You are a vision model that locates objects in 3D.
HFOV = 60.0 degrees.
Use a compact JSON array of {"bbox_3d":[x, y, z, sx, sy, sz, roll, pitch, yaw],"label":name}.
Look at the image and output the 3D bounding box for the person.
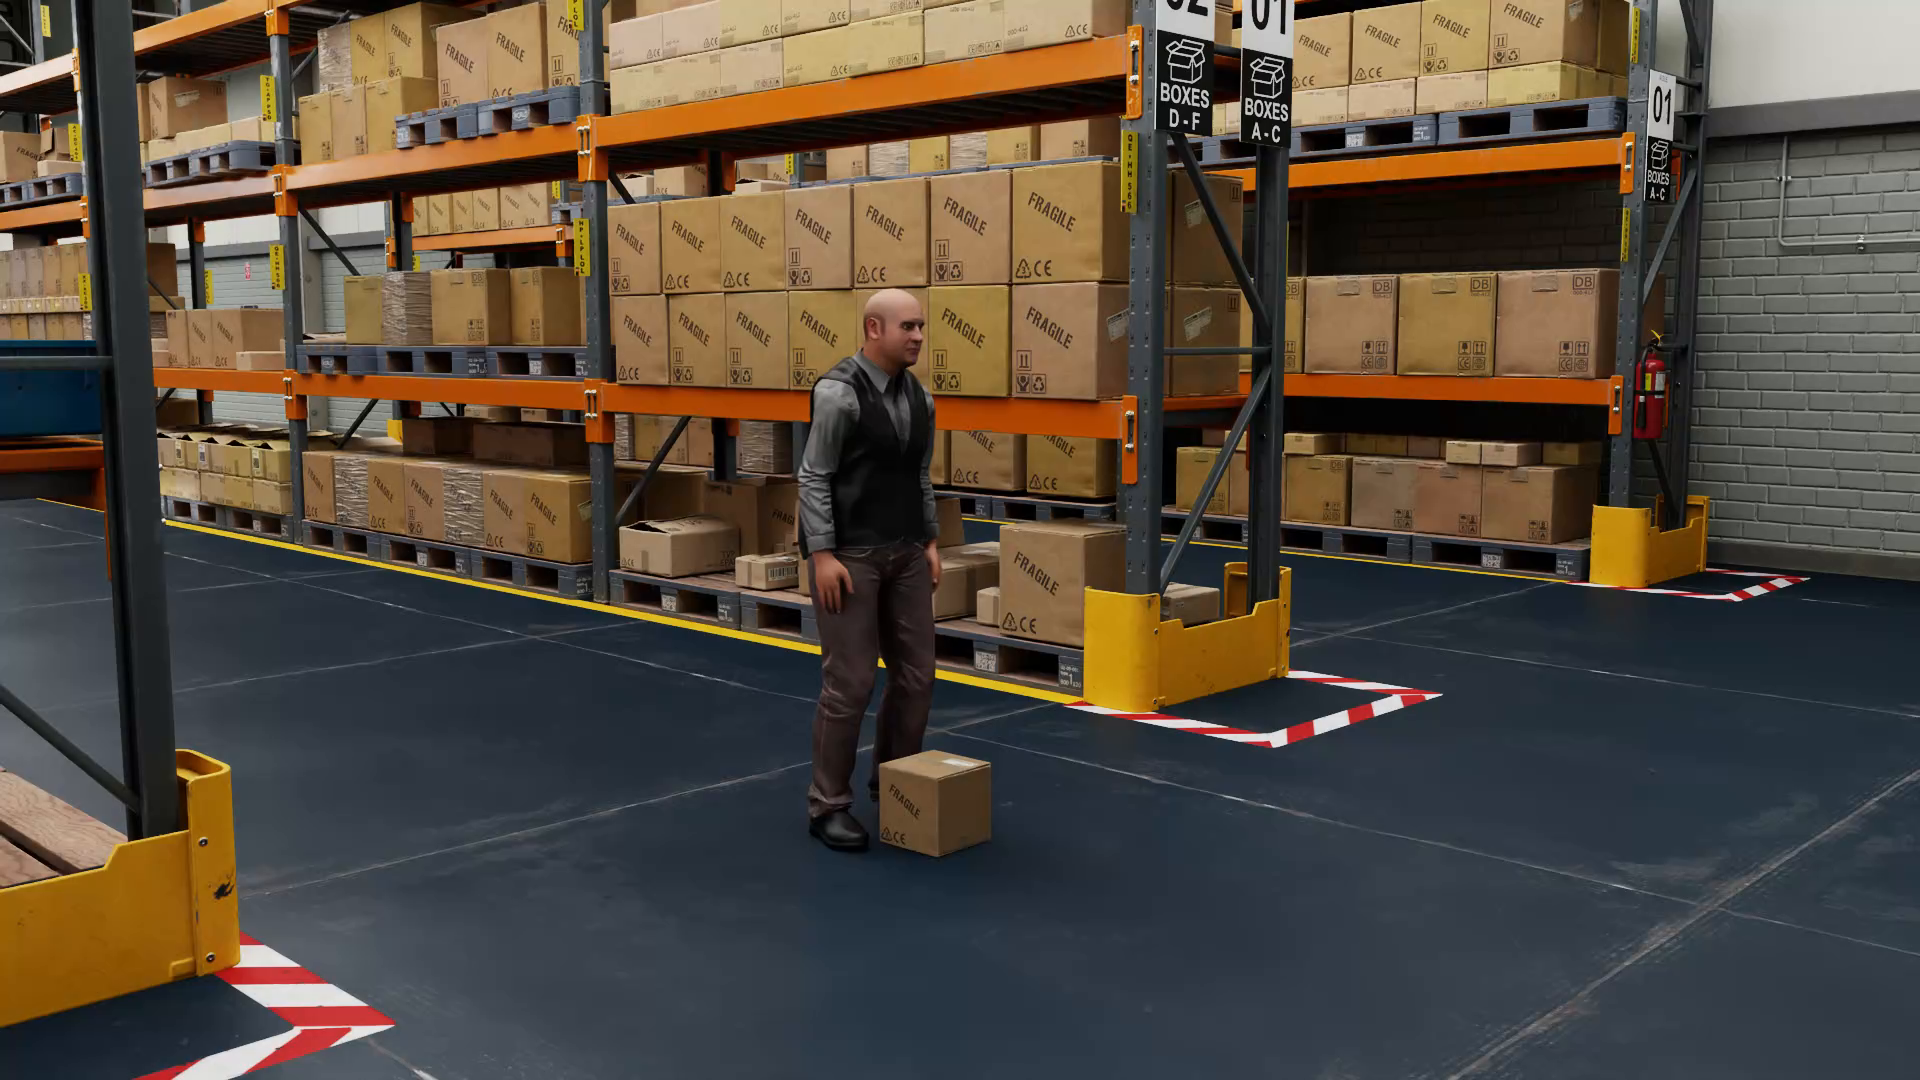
[{"bbox_3d":[-0.264,0.070,5.288,0.475,1.720,0.587,6,9,40],"label":"person"}]
